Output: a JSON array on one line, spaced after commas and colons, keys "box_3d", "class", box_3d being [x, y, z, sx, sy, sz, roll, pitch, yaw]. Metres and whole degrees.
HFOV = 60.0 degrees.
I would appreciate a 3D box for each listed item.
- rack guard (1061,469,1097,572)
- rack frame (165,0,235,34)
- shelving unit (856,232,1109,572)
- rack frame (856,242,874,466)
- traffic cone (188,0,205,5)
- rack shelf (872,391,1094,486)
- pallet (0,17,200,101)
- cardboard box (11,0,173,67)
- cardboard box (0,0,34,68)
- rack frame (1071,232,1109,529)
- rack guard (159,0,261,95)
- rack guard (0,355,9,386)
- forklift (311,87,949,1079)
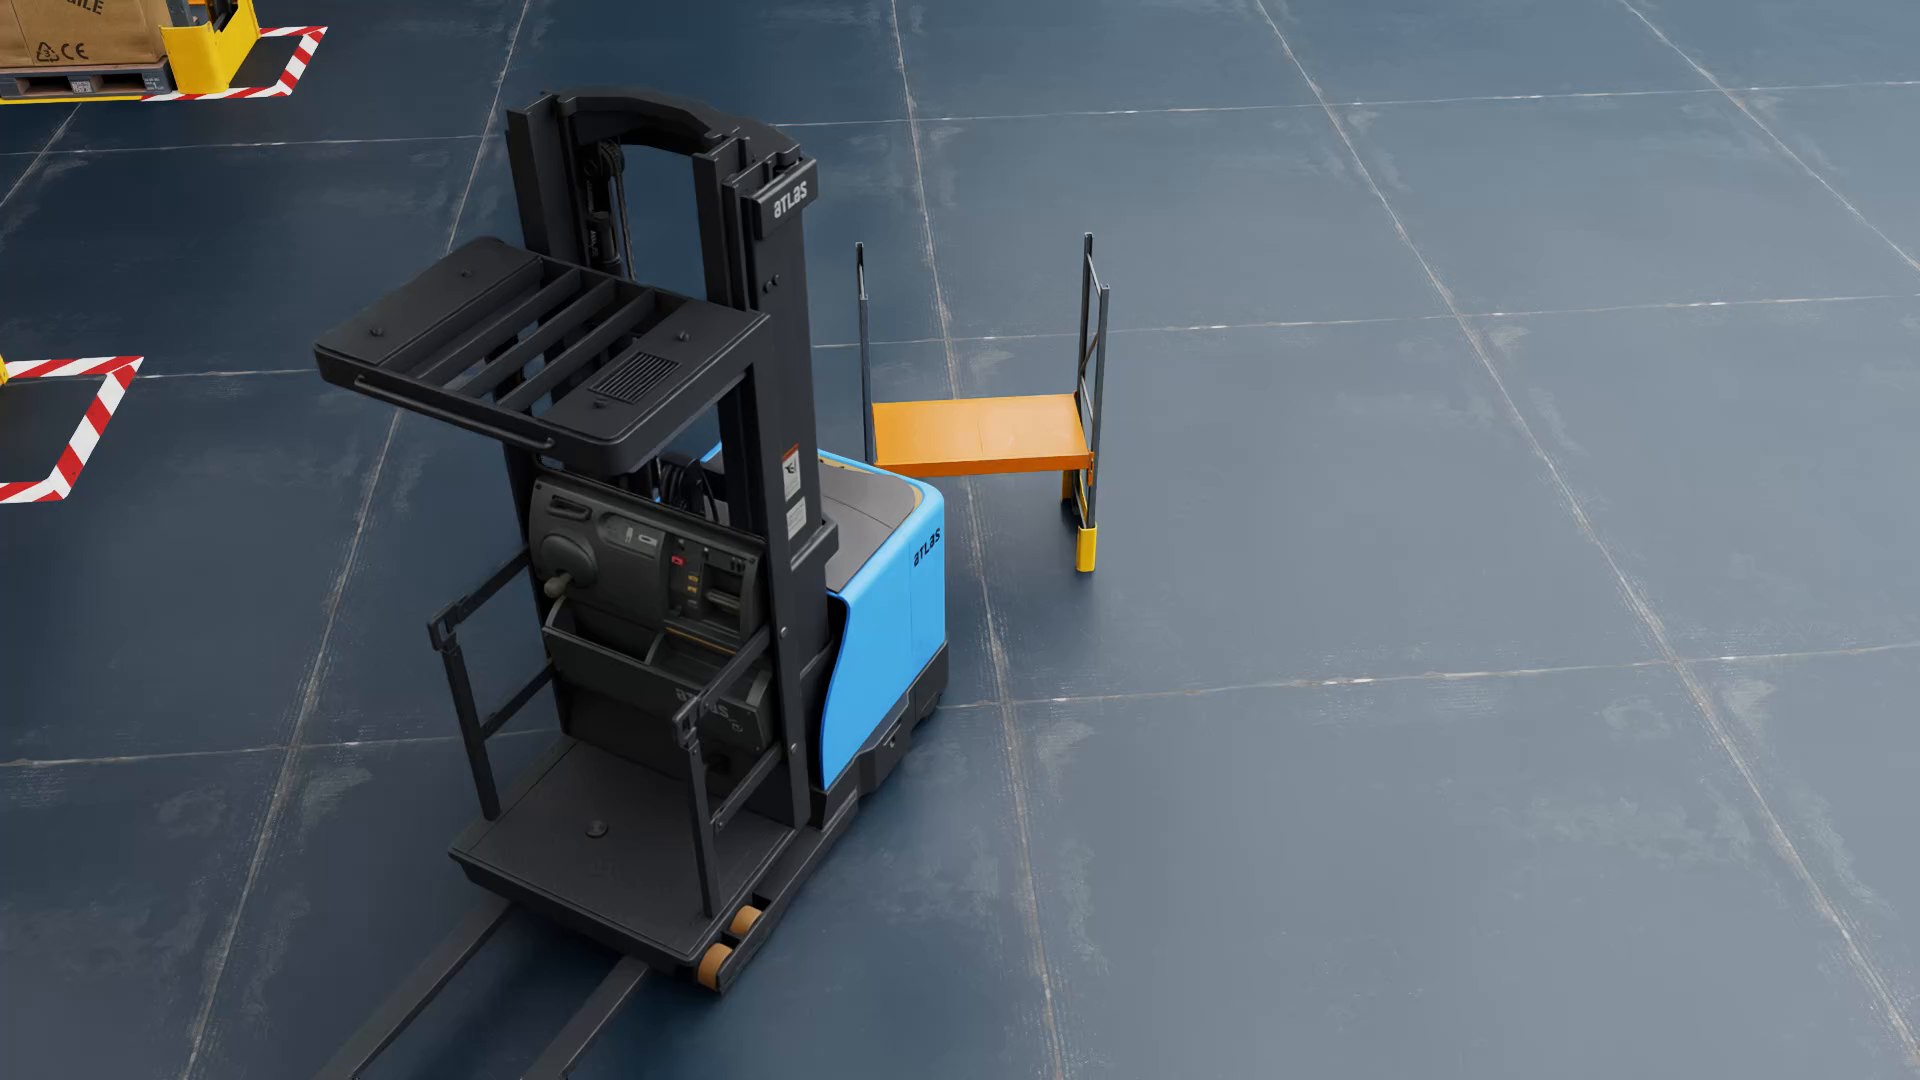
[{"box_3d": [0.572, -0.130, 8.034, 0.087, 0.250, 0.587, -3, 38, -4], "class": "rack guard"}, {"box_3d": [-5.659, -4.816, 11.754, 0.127, 3.000, 1.000, -3, 38, -4], "class": "rack frame"}, {"box_3d": [0.076, -0.593, 7.613, 1.083, 1.500, 0.587, -3, 38, -4], "class": "shelving unit"}, {"box_3d": [-0.421, -0.566, 7.578, 0.032, 1.500, 0.500, -3, 38, -4], "class": "rack frame"}, {"box_3d": [-6.314, -4.667, 13.613, 0.334, 0.463, 0.336, -3, 38, -4], "class": "traffic cone"}, {"box_3d": [0.085, -0.452, 7.725, 1.000, 0.185, 0.538, -3, 38, -4], "class": "rack shelf"}, {"box_3d": [-6.449, -3.629, 12.501, 1.213, 0.211, 1.003, -3, 38, -4], "class": "pallet"}, {"box_3d": [-6.329, -4.068, 12.183, 0.875, 0.875, 0.875, -3, 38, -4], "class": "cardboard box"}, {"box_3d": [-7.205, -4.019, 12.120, 0.875, 0.875, 0.875, -4, 38, -5], "class": "cardboard box"}, {"box_3d": [0.591, -0.621, 7.649, 0.032, 1.500, 0.500, -3, 38, -4], "class": "rack frame"}, {"box_3d": [-5.635, -3.836, 12.530, 0.348, 0.500, 1.175, -3, 38, -4], "class": "rack guard"}, {"box_3d": [-5.396, -0.764, 8.637, 0.348, 0.500, 1.175, -3, 38, -4], "class": "rack guard"}, {"box_3d": [-1.179, 0.154, 5.510, 1.130, 2.935, 3.031, 18, 42, 21], "class": "forklift"}]
